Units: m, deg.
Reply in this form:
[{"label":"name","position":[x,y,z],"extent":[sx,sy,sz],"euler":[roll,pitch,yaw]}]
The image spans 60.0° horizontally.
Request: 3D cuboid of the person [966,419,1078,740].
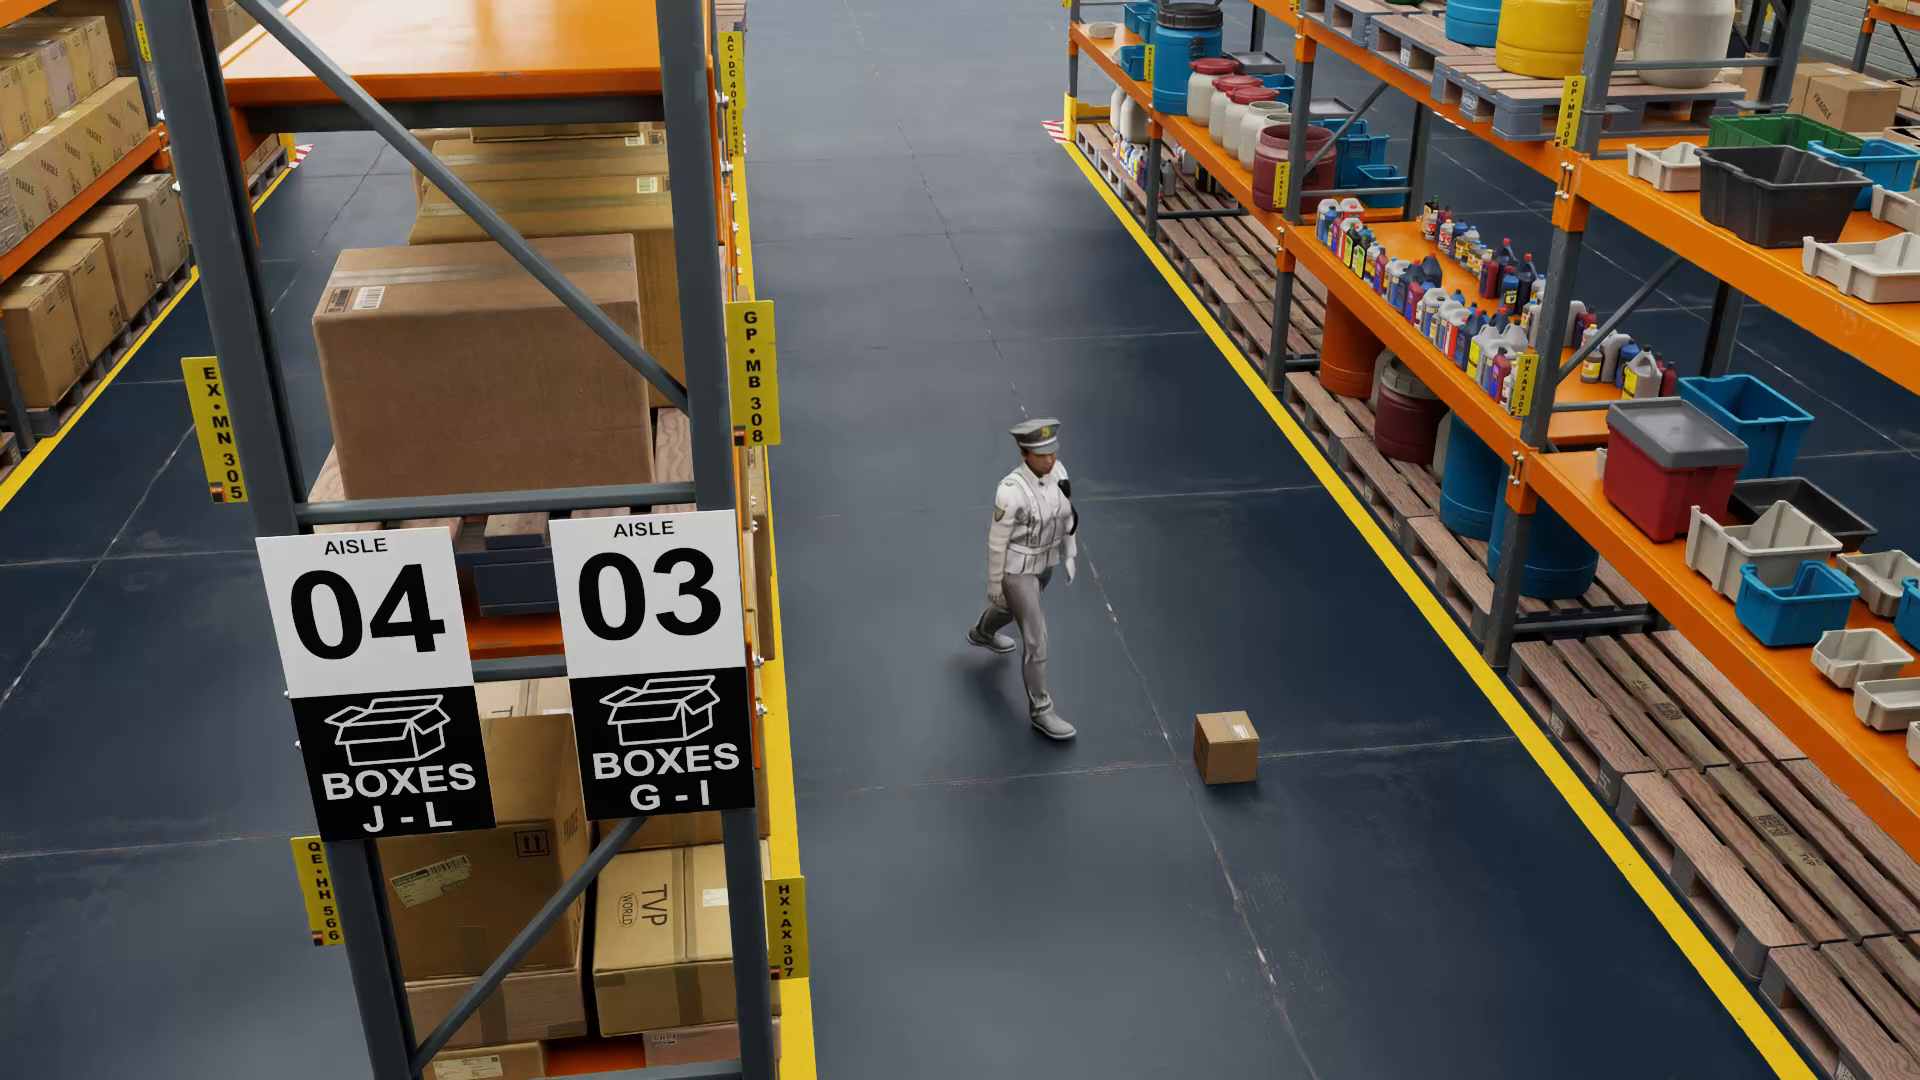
[{"label":"person","position":[0.340,0.085,8.446],"extent":[0.943,1.639,0.581],"euler":[20,33,34]}]
